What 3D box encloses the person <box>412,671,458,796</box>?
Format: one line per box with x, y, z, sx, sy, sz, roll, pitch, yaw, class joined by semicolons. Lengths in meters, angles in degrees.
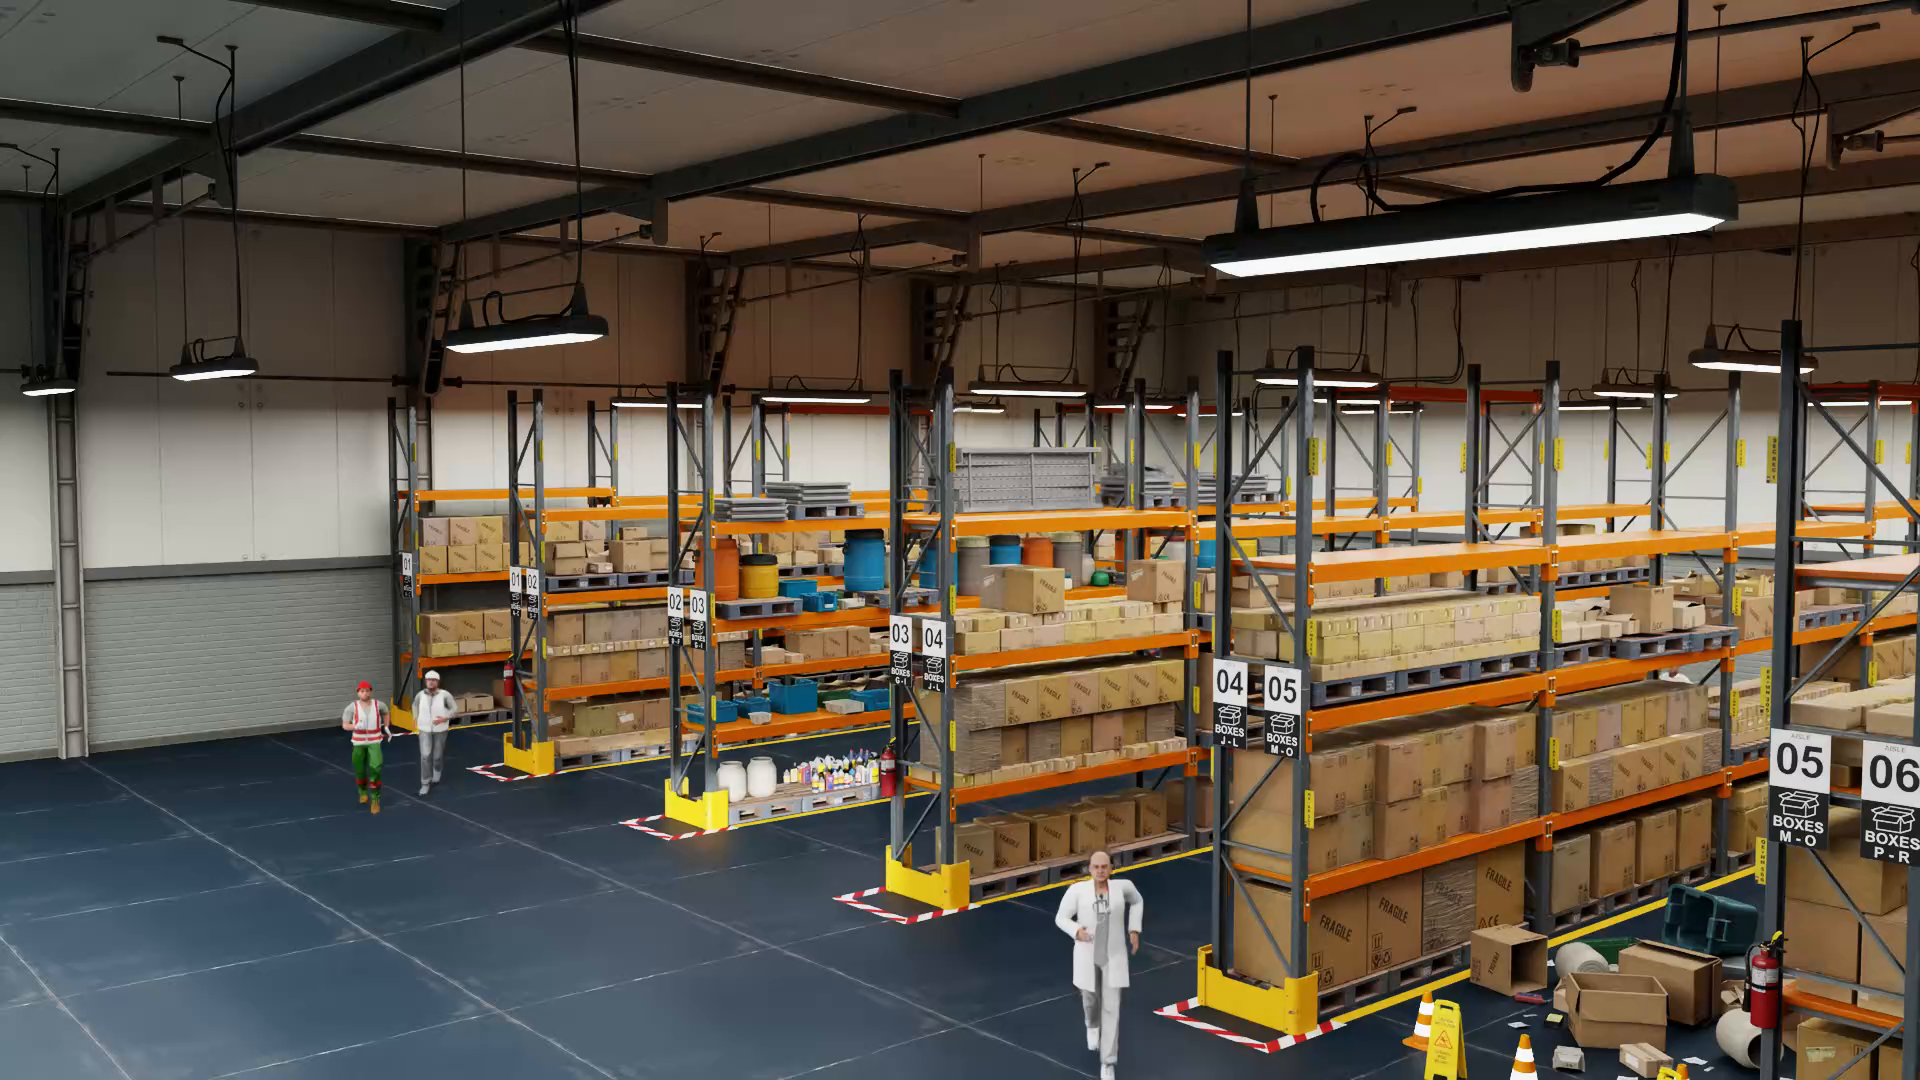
-7.813;2.834;24.752;0.672;1.806;0.848;-1;3;-12;person

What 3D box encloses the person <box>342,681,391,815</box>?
-8.335;2.896;23.389;0.647;1.845;0.801;-1;4;-19;person

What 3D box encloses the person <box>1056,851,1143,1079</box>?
1.149;3.447;13.681;0.724;1.795;1.054;0;3;5;person

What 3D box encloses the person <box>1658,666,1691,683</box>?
11.376;2.737;26.654;0.665;1.745;0.597;3;5;45;person
